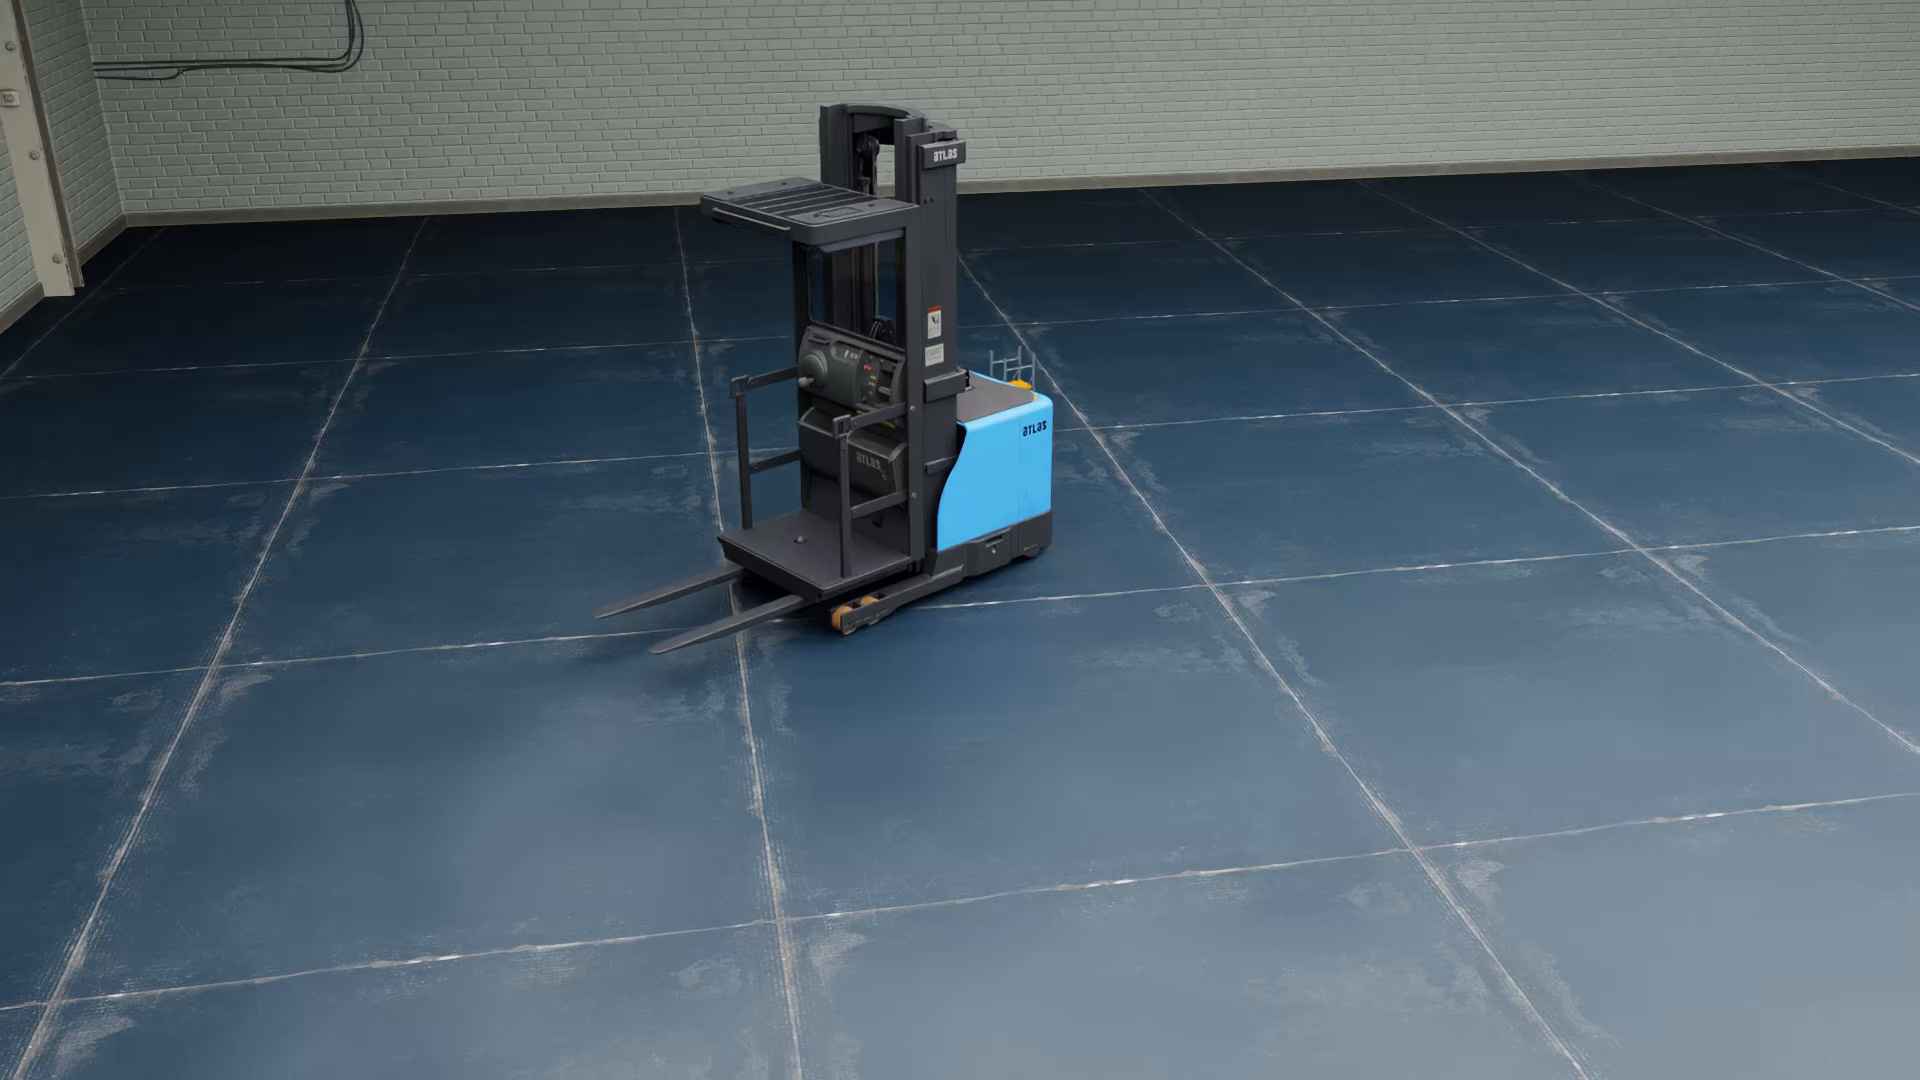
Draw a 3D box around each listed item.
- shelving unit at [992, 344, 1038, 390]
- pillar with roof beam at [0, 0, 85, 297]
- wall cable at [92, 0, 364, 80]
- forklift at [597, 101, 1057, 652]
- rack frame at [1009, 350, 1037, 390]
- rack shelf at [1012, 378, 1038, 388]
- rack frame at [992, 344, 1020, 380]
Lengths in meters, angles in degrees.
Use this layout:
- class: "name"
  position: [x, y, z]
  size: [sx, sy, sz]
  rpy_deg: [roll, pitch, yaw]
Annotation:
- class: "shelving unit"
  position: [0.371, -0.719, 11.394]
  size: [0.258, 1.200, 0.189]
  rpy_deg: [-17, 28, -34]
- class: "pillar with roof beam"
  position: [-5.002, -7.005, 16.045]
  size: [9.100, 9.000, 0.400]
  rpy_deg: [-4, 24, -10]
- class: "wall cable"
  position: [-8.478, -6.520, 18.814]
  size: [3.097, 2.526, 0.112]
  rpy_deg: [-4, 24, -10]
- class: "forklift"
  position: [-0.784, -1.026, 9.937]
  size: [3.031, 2.935, 1.130]
  rpy_deg: [-20, 31, -38]
- class: "rack frame"
  position: [0.427, -0.691, 11.327]
  size: [0.240, 1.200, 0.006]
  rpy_deg: [-17, 28, -34]
- class: "rack shelf"
  position: [0.369, -1.009, 11.270]
  size: [0.258, 0.103, 0.180]
  rpy_deg: [-17, 28, -34]
- class: "rack frame"
  position: [0.316, -0.747, 11.461]
  size: [0.240, 1.200, 0.006]
  rpy_deg: [-17, 28, -34]
